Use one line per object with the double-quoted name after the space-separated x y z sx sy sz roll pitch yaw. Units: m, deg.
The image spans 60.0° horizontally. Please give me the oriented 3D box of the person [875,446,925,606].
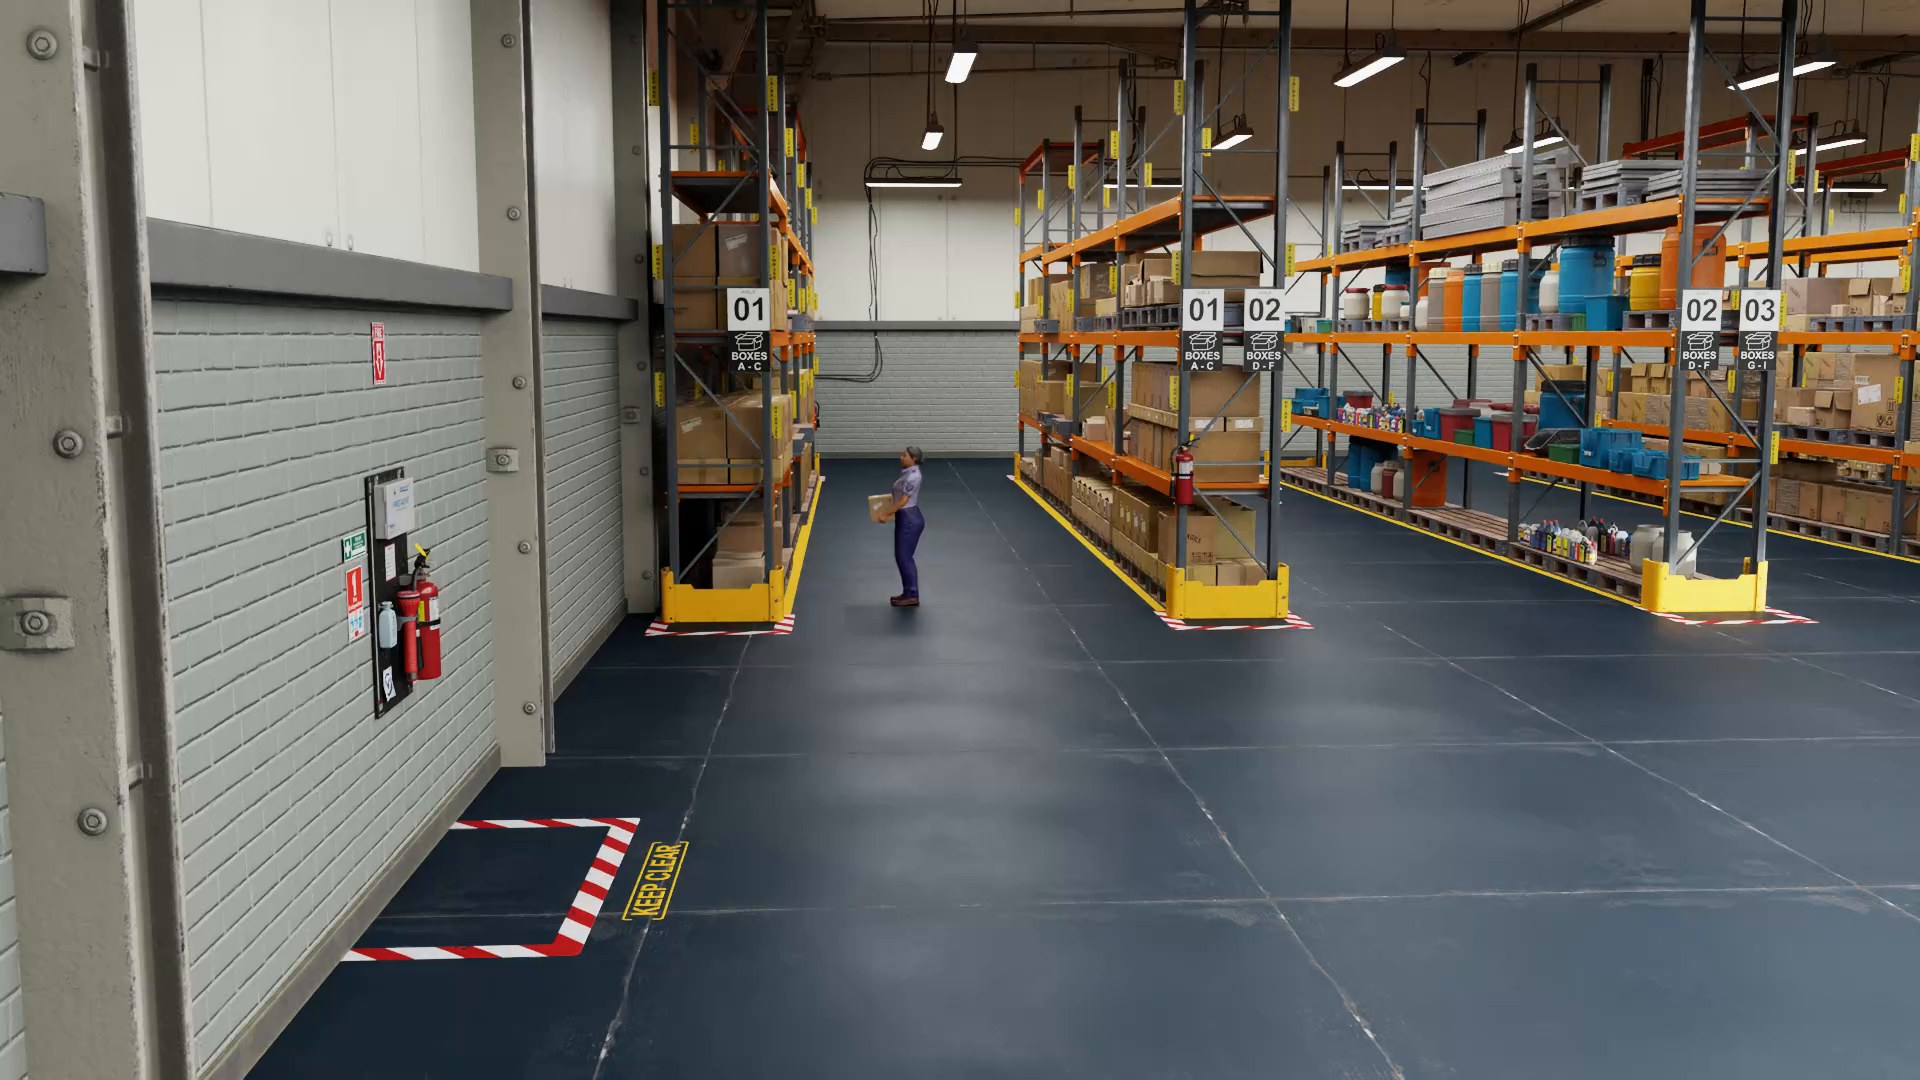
-0.620 -0.153 17.138 0.517 1.631 0.453 0 7 -3 "person"
